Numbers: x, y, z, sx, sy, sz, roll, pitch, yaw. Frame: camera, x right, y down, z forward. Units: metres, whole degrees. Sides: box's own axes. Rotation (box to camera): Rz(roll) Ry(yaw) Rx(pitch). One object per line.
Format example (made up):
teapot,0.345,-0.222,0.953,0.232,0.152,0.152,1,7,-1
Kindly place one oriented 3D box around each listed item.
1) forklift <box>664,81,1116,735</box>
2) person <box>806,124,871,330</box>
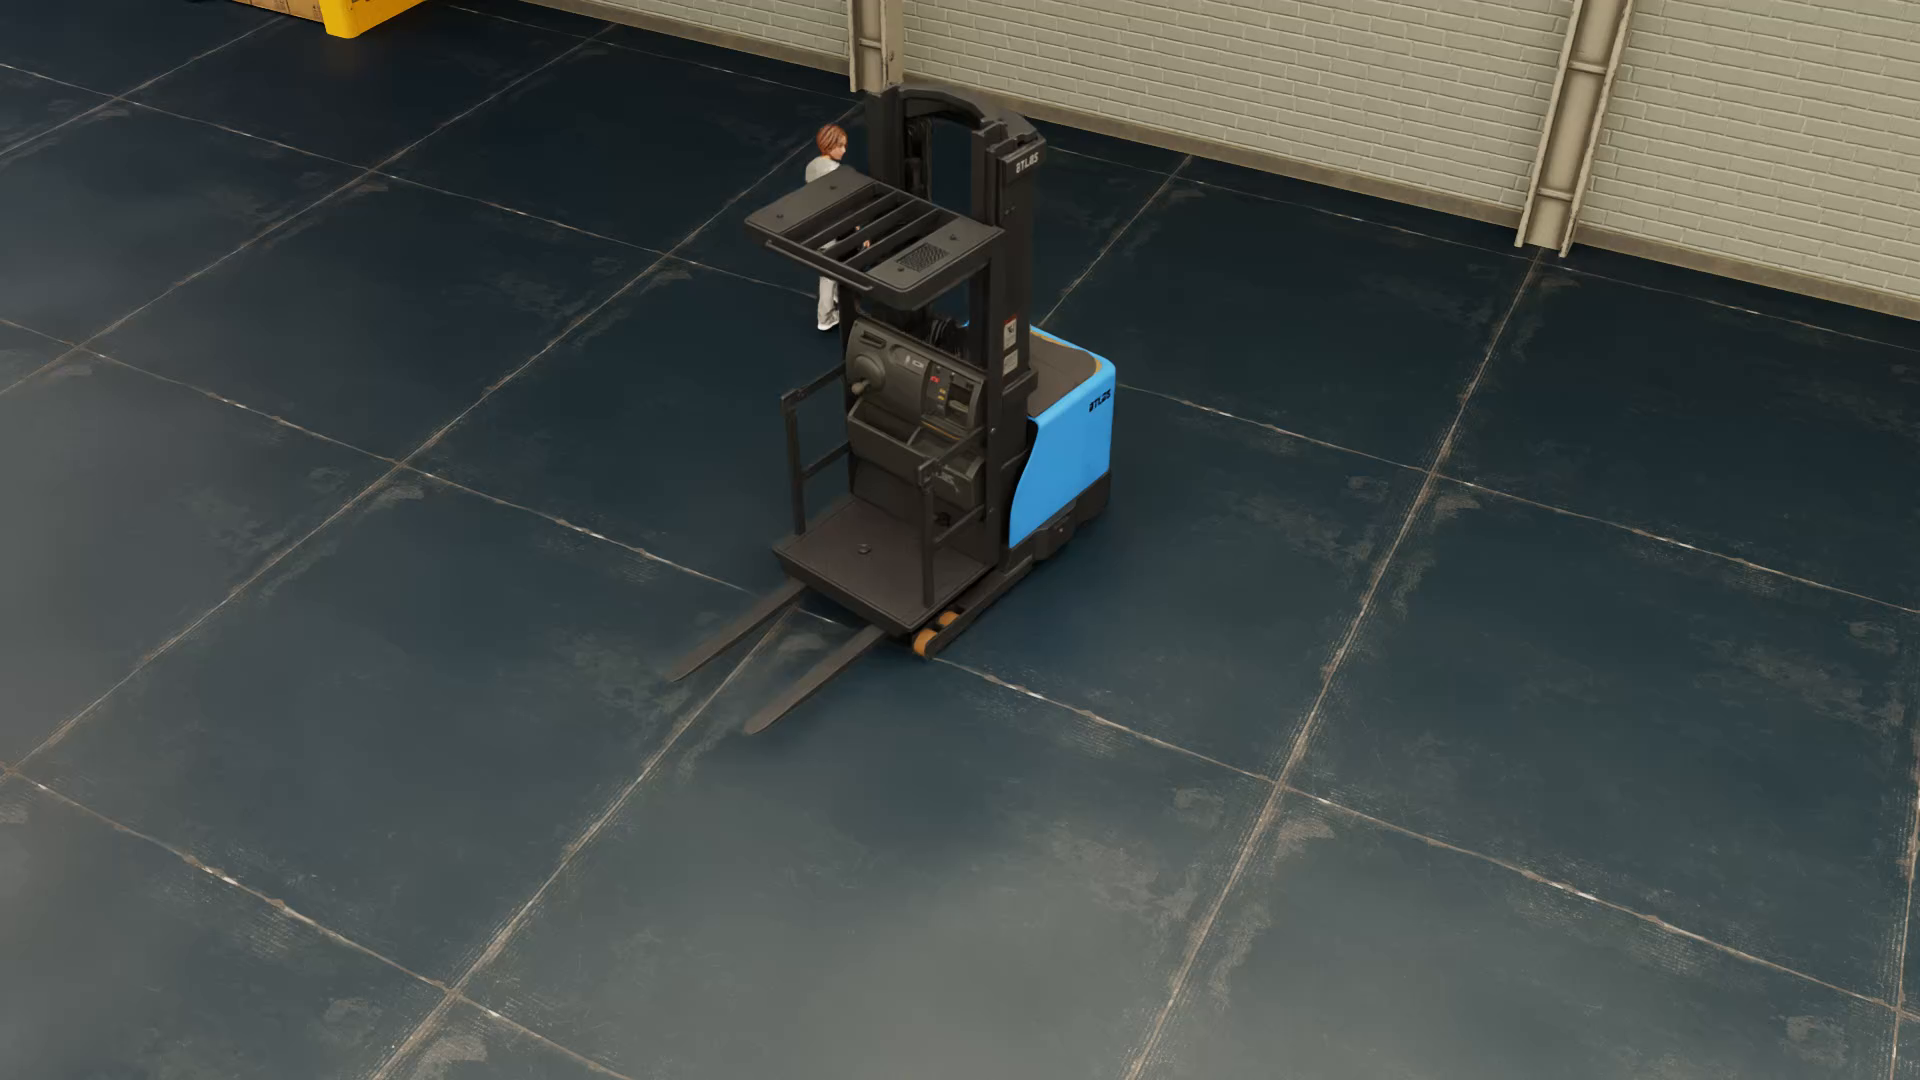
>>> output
forklift,-0.387,-0.817,8.956,1.130,2.935,3.031,28,48,29
person,-0.782,-2.207,11.766,0.676,1.478,0.755,23,45,24
